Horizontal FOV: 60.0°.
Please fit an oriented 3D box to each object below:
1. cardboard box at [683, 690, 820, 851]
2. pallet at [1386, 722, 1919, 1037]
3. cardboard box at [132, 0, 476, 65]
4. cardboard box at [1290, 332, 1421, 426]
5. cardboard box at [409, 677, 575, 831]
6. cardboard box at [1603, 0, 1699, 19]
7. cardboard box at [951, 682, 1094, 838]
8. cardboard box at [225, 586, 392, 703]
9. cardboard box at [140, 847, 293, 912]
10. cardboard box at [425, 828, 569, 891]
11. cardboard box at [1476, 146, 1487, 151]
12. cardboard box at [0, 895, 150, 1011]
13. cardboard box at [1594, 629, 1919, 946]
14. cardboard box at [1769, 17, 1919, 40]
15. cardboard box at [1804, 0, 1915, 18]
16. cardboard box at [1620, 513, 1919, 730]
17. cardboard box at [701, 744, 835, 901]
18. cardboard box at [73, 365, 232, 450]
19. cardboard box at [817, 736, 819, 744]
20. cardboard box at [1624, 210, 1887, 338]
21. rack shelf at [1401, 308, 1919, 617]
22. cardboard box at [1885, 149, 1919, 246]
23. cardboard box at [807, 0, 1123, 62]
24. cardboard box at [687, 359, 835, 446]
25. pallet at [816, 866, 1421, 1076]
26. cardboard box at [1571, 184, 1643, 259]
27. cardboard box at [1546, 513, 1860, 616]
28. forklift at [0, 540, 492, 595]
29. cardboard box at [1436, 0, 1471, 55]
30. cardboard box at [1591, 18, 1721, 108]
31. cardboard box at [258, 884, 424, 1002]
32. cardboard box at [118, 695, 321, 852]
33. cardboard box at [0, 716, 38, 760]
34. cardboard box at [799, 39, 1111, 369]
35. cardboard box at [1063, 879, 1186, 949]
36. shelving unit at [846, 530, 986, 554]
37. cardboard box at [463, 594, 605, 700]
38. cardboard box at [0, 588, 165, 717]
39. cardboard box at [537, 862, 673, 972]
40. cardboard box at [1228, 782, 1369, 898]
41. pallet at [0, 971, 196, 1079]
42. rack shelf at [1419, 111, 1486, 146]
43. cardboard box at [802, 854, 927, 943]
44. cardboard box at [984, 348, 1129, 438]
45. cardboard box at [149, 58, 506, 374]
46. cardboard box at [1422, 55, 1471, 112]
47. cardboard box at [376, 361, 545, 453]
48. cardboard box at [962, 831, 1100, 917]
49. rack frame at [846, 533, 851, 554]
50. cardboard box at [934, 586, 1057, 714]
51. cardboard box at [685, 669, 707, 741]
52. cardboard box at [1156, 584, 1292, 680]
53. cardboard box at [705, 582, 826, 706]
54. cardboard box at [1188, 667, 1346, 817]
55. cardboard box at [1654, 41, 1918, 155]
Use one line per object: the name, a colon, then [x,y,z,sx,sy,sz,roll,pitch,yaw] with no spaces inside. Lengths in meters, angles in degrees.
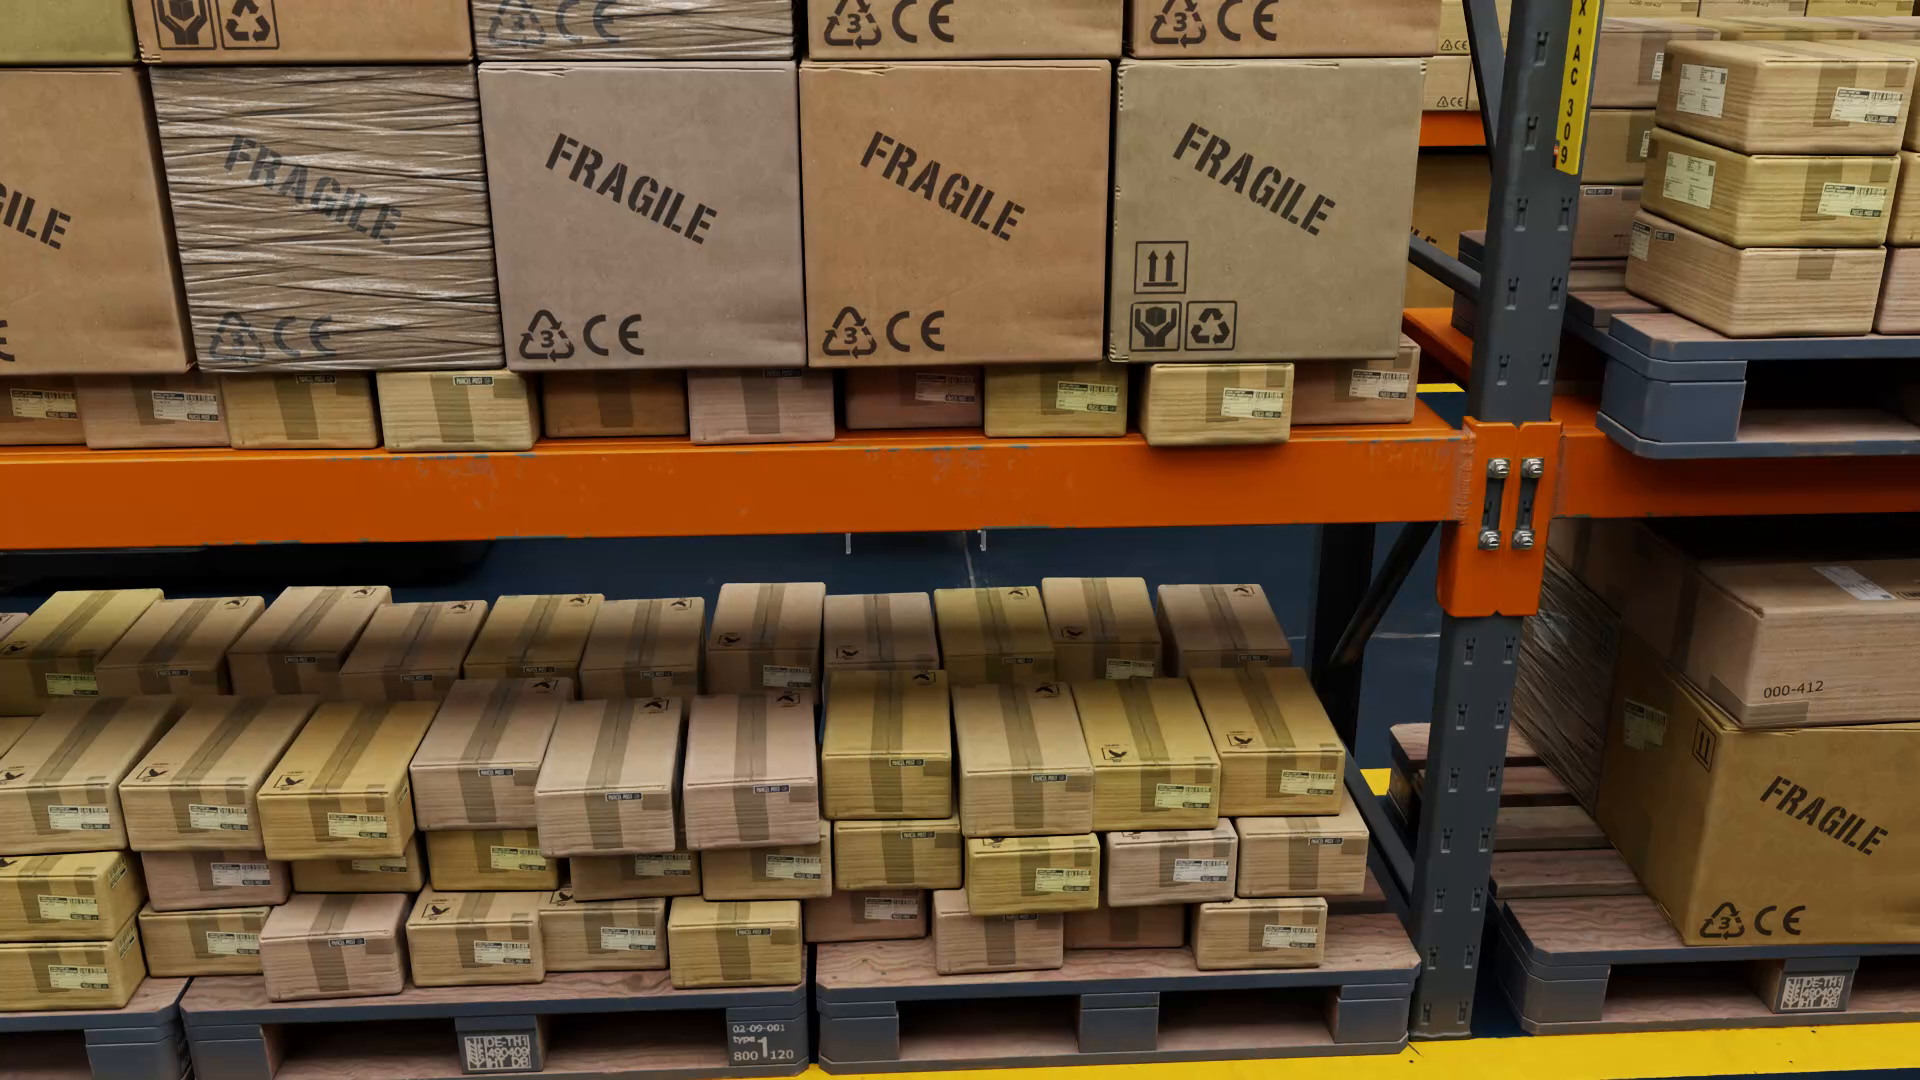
cardboard box: [-0.411,0.451,3.302,0.250,0.149,0.380,-2,21,-6]
pallet: [1.736,0.737,3.889,1.213,0.211,1.003,-1,21,-3]
cardboard box: [-1.039,-1.063,2.734,0.500,0.500,0.500,-2,21,-5]
cardboard box: [0.687,-0.344,3.161,0.250,0.149,0.380,-1,21,-4]
cardboard box: [-0.934,0.427,3.365,0.250,0.149,0.380,-1,21,-3]
cardboard box: [3.078,-2.422,7.774,0.500,0.250,0.500,-2,21,-4]
cardboard box: [0.117,0.435,3.344,0.250,0.149,0.380,-1,21,-4]
cardboard box: [-1.488,0.246,3.841,0.250,0.149,0.380,0,21,-1]
cardboard box: [-1.459,0.581,3.377,0.250,0.149,0.380,-2,21,-6]
cardboard box: [-0.921,0.559,3.435,0.250,0.149,0.380,0,21,-1]
cardboard box: [2.984,-1.590,8.476,0.875,0.875,0.875,-1,21,-2]
cardboard box: [-1.728,0.762,3.319,0.250,0.149,0.380,-1,21,-2]
cardboard box: [1.712,0.501,3.512,0.500,0.500,0.500,0,21,-1]
cardboard box: [1.875,-0.995,3.444,0.250,0.149,0.380,-2,21,-5]
cardboard box: [4.100,-2.451,7.851,0.500,0.250,0.500,-1,21,-3]
cardboard box: [1.712,0.150,3.379,0.500,0.250,0.500,-2,21,-5]
cardboard box: [-0.383,0.571,3.405,0.250,0.149,0.380,-1,21,-2]
cardboard box: [-1.398,-0.293,3.029,0.250,0.149,0.380,-2,21,-4]
cardboard box: [-0.451,0.549,3.879,0.250,0.149,0.380,-2,21,-5]
cardboard box: [1.378,-0.473,2.911,0.250,0.149,0.380,-2,21,-6]
rack shelf: [2.955,-0.254,3.584,4.000,0.370,1.077,-1,21,-3]
cardboard box: [1.637,-0.618,2.874,0.250,0.149,0.380,-2,21,-4]
cardboard box: [-0.011,-1.085,2.791,0.500,0.500,0.500,-2,21,-5]
cardboard box: [-0.363,-0.303,3.053,0.250,0.149,0.380,-2,21,-5]
pallet: [0.290,0.780,3.777,1.213,0.211,1.003,-1,21,-3]
cardboard box: [1.344,-0.707,3.525,0.250,0.149,0.380,-2,21,-4]
cardboard box: [1.688,-0.033,3.862,0.500,0.250,0.500,-2,21,-4]
forklift: [-3.189,-1.374,5.611,3.031,2.935,1.130,-1,21,-2]
cardboard box: [2.055,-2.400,7.717,0.500,0.250,0.500,-1,21,-2]
cardboard box: [1.348,-0.984,3.417,0.250,0.149,0.380,0,21,-1]
cardboard box: [-1.225,0.749,3.354,0.250,0.149,0.380,-2,21,-6]
cardboard box: [-1.445,0.455,3.291,0.250,0.149,0.380,0,21,-1]
cardboard box: [-1.965,0.492,3.195,0.250,0.149,0.380,-1,21,-3]
cardboard box: [-0.027,-0.615,2.963,0.500,0.500,0.500,-2,21,-5]
cardboard box: [0.322,0.691,3.507,0.250,0.149,0.380,-1,21,-2]
shelving unit: [-0.165,-0.557,5.899,0.503,1.200,0.258,-1,21,-3]
cardboard box: [-0.959,0.264,3.792,0.250,0.149,0.380,-1,21,-3]
cardboard box: [-2.015,0.254,3.820,0.250,0.149,0.380,-2,21,-4]
cardboard box: [-0.711,0.718,3.437,0.250,0.149,0.380,-1,21,-2]
cardboard box: [0.662,0.567,3.416,0.250,0.149,0.380,-1,21,-2]
pallet: [-2.146,0.829,3.647,1.213,0.211,1.003,-1,21,-3]
rack shelf: [2.572,-2.011,8.197,4.000,0.370,1.077,-1,21,-3]
cardboard box: [-0.208,0.681,3.532,0.250,0.149,0.380,-2,21,-4]
cardboard box: [0.166,-0.315,3.087,0.250,0.149,0.380,0,21,-1]
cardboard box: [-1.040,-0.603,2.931,0.500,0.500,0.500,-2,21,-4]
cardboard box: [2.059,-2.167,7.808,0.500,0.250,0.500,-1,21,-3]
cardboard box: [-0.870,-0.286,3.010,0.250,0.149,0.380,-1,21,-2]
cardboard box: [0.126,0.588,3.359,0.250,0.149,0.380,-2,21,-5]
rack frame: [-0.409,-0.552,5.886,0.015,1.200,0.240,-1,21,-3]
cardboard box: [0.075,0.249,3.832,0.250,0.149,0.380,-1,21,-4]
cardboard box: [-0.711,0.380,3.906,0.250,0.149,0.380,-1,21,-3]
cardboard box: [0.603,0.242,3.851,0.250,0.149,0.380,0,21,-1]
cardboard box: [-0.443,0.238,3.860,0.250,0.149,0.380,-1,21,-2]
cardboard box: [0.618,0.408,3.414,0.250,0.149,0.380,-1,21,-2]
cardboard box: [1.378,-0.751,2.805,0.250,0.149,0.380,0,21,0]
